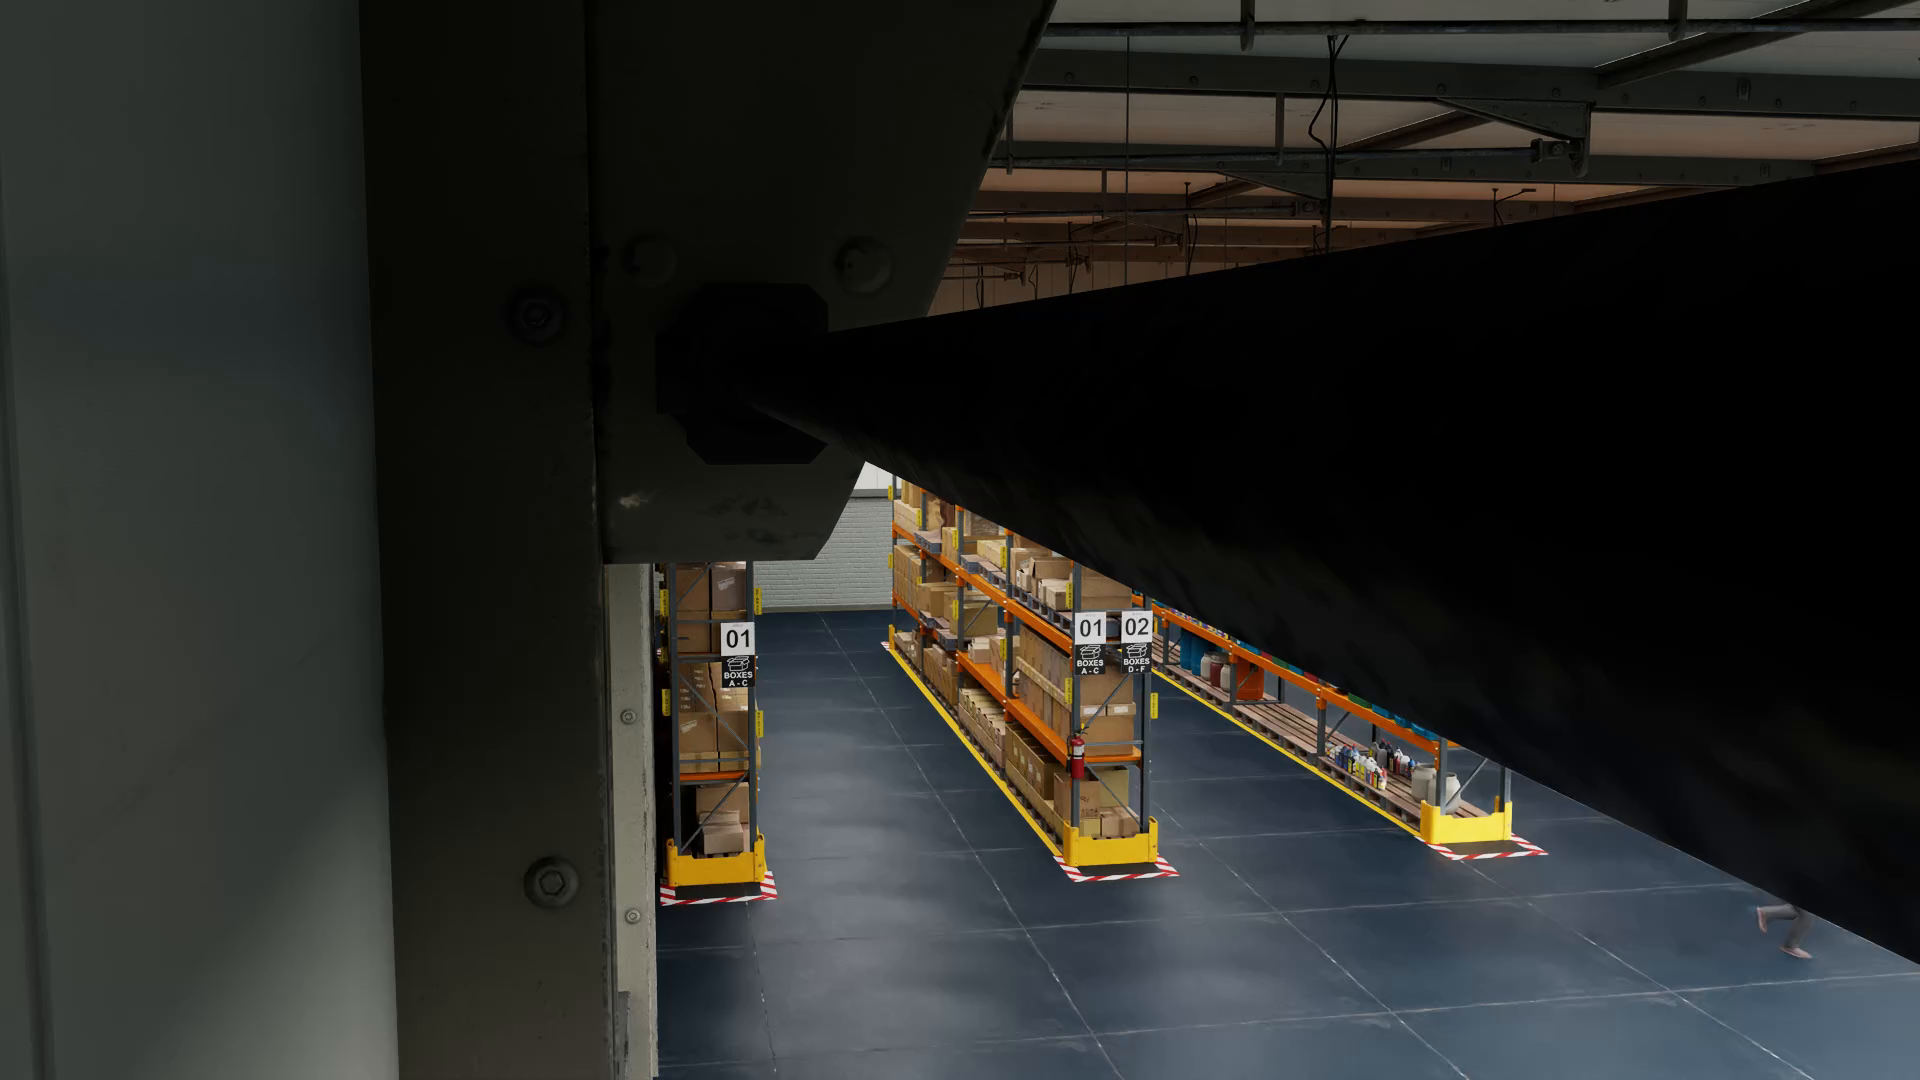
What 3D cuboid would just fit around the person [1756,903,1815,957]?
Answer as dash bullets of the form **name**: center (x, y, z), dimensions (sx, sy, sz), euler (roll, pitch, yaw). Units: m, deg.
- **person**: center (8.860, 3.649, 17.686), dimensions (0.665, 1.612, 0.610), euler (2, 6, 18)
